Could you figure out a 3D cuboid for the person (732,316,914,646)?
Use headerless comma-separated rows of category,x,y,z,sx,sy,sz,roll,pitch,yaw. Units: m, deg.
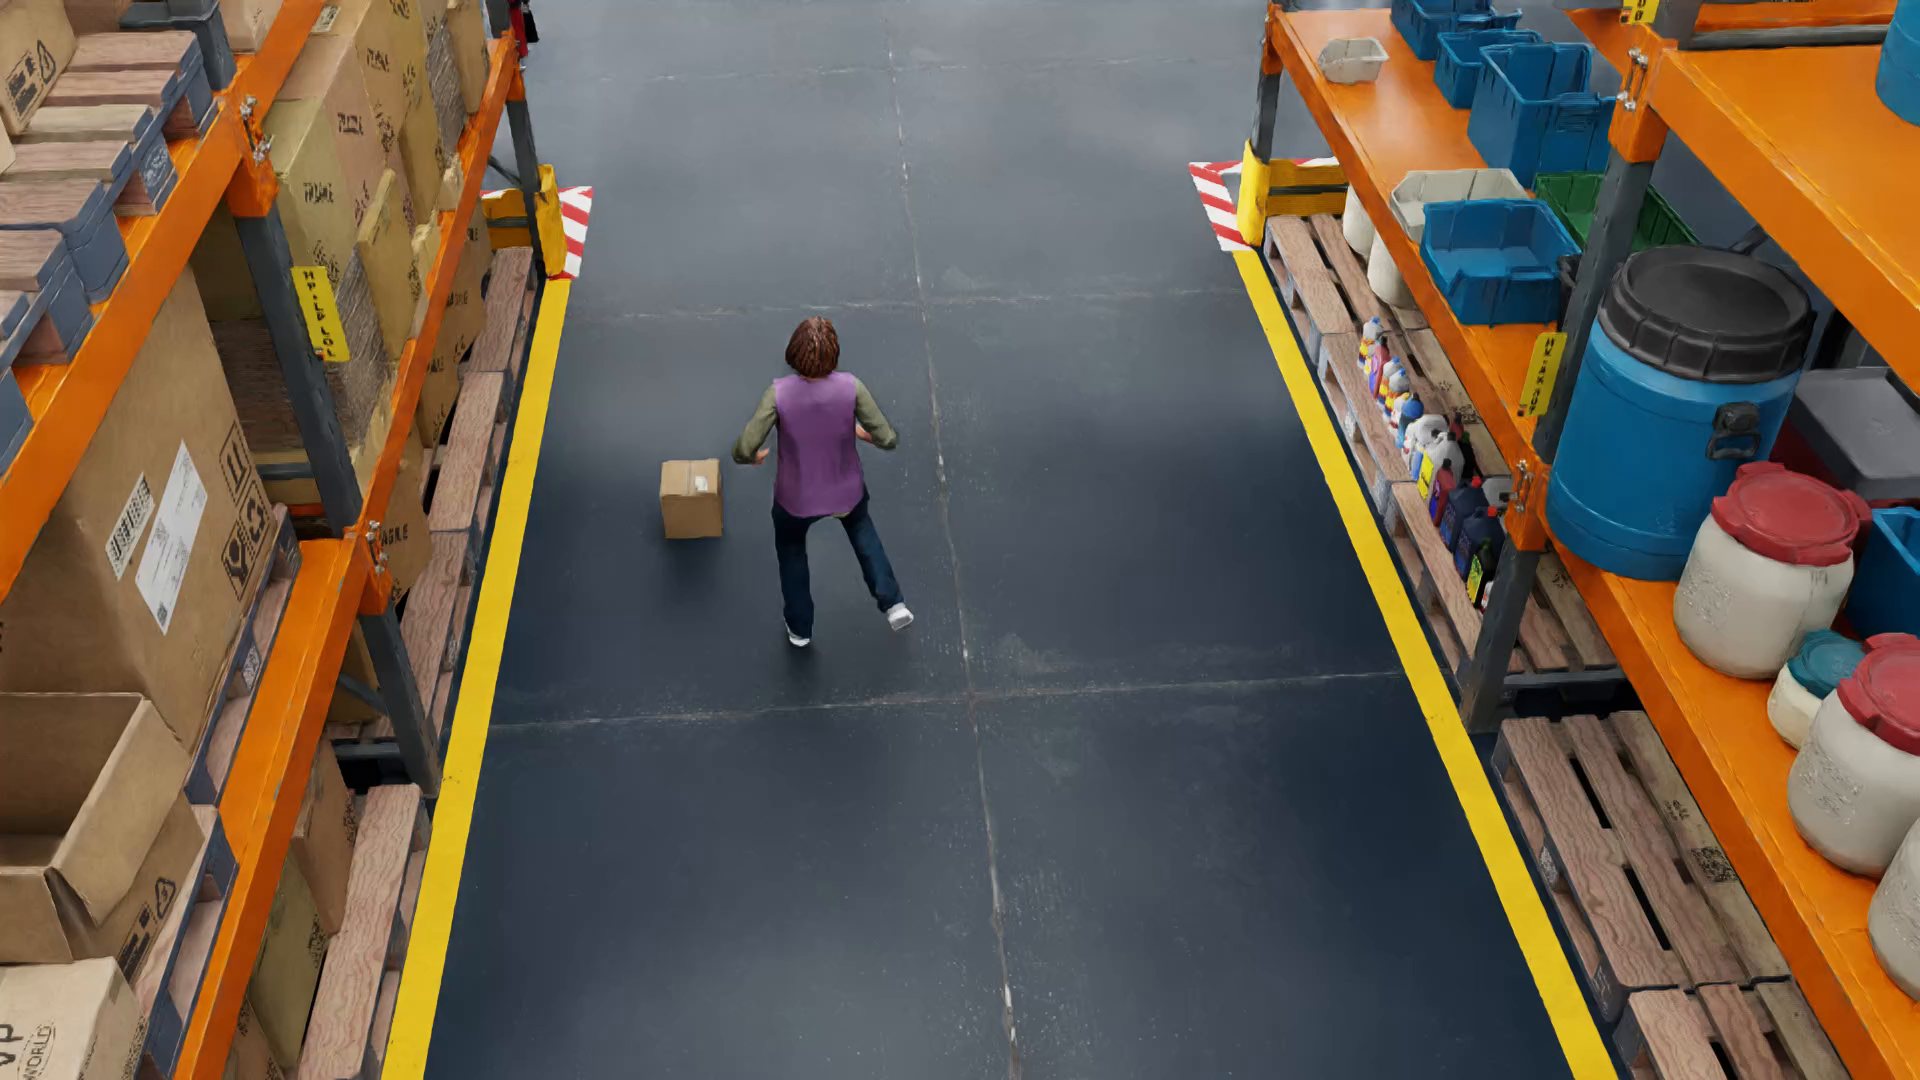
person,-0.536,-0.196,6.425,0.665,1.566,0.450,-9,41,-11
